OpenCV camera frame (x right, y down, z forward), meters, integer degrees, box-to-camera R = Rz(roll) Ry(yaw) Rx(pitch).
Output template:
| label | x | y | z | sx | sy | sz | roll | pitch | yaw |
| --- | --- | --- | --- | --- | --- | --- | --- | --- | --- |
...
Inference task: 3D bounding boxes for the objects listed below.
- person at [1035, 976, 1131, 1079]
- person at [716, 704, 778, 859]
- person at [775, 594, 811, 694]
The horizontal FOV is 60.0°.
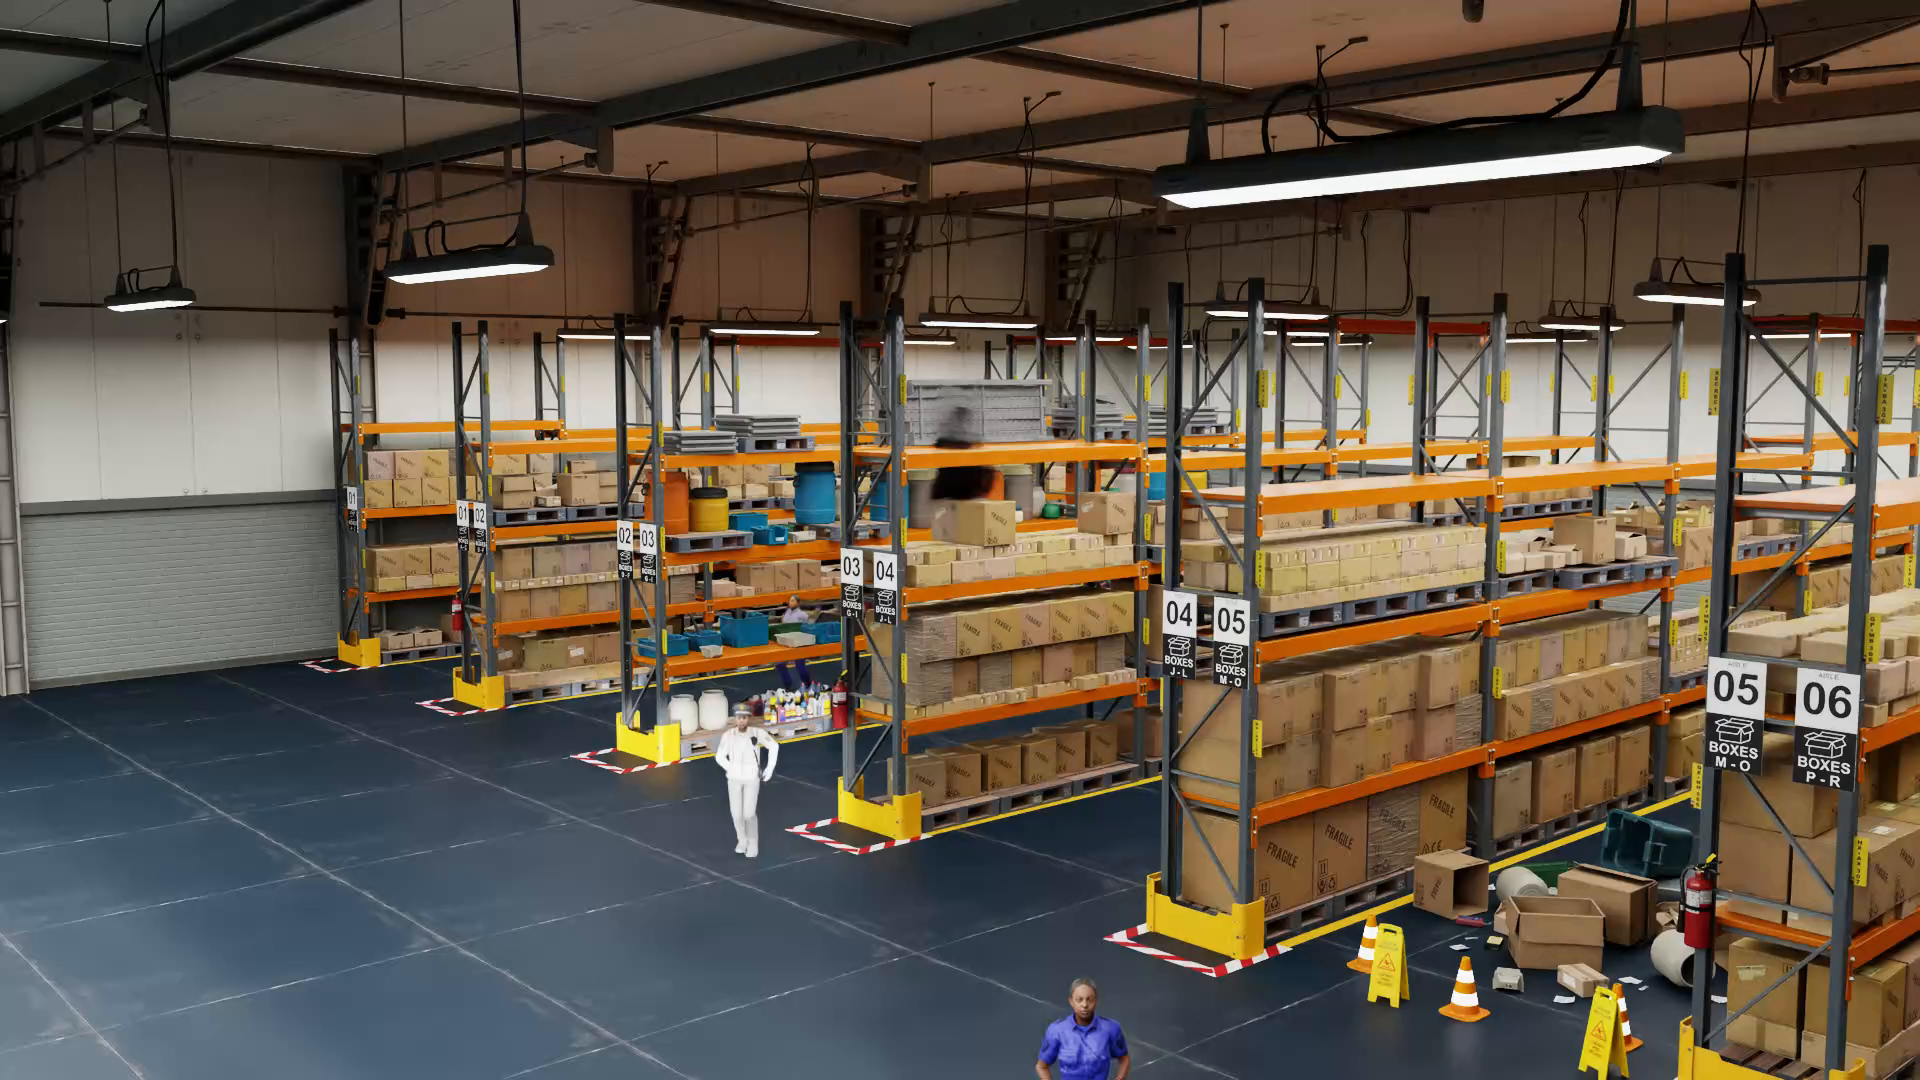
| label | x | y | z | sx | sy | sz | roll | pitch | yaw |
| --- | --- | --- | --- | --- | --- | --- | --- | --- | --- |
| person | 0.733 | 3.400 | 9.861 | 0.572 | 1.593 | 0.557 | 0 | 6 | 2 |
| person | -2.290 | 2.585 | 17.790 | 0.637 | 1.706 | 0.661 | 0 | 6 | 3 |
| person | -2.693 | 1.708 | 26.823 | 0.578 | 1.671 | 0.682 | 3 | 7 | 31 |
